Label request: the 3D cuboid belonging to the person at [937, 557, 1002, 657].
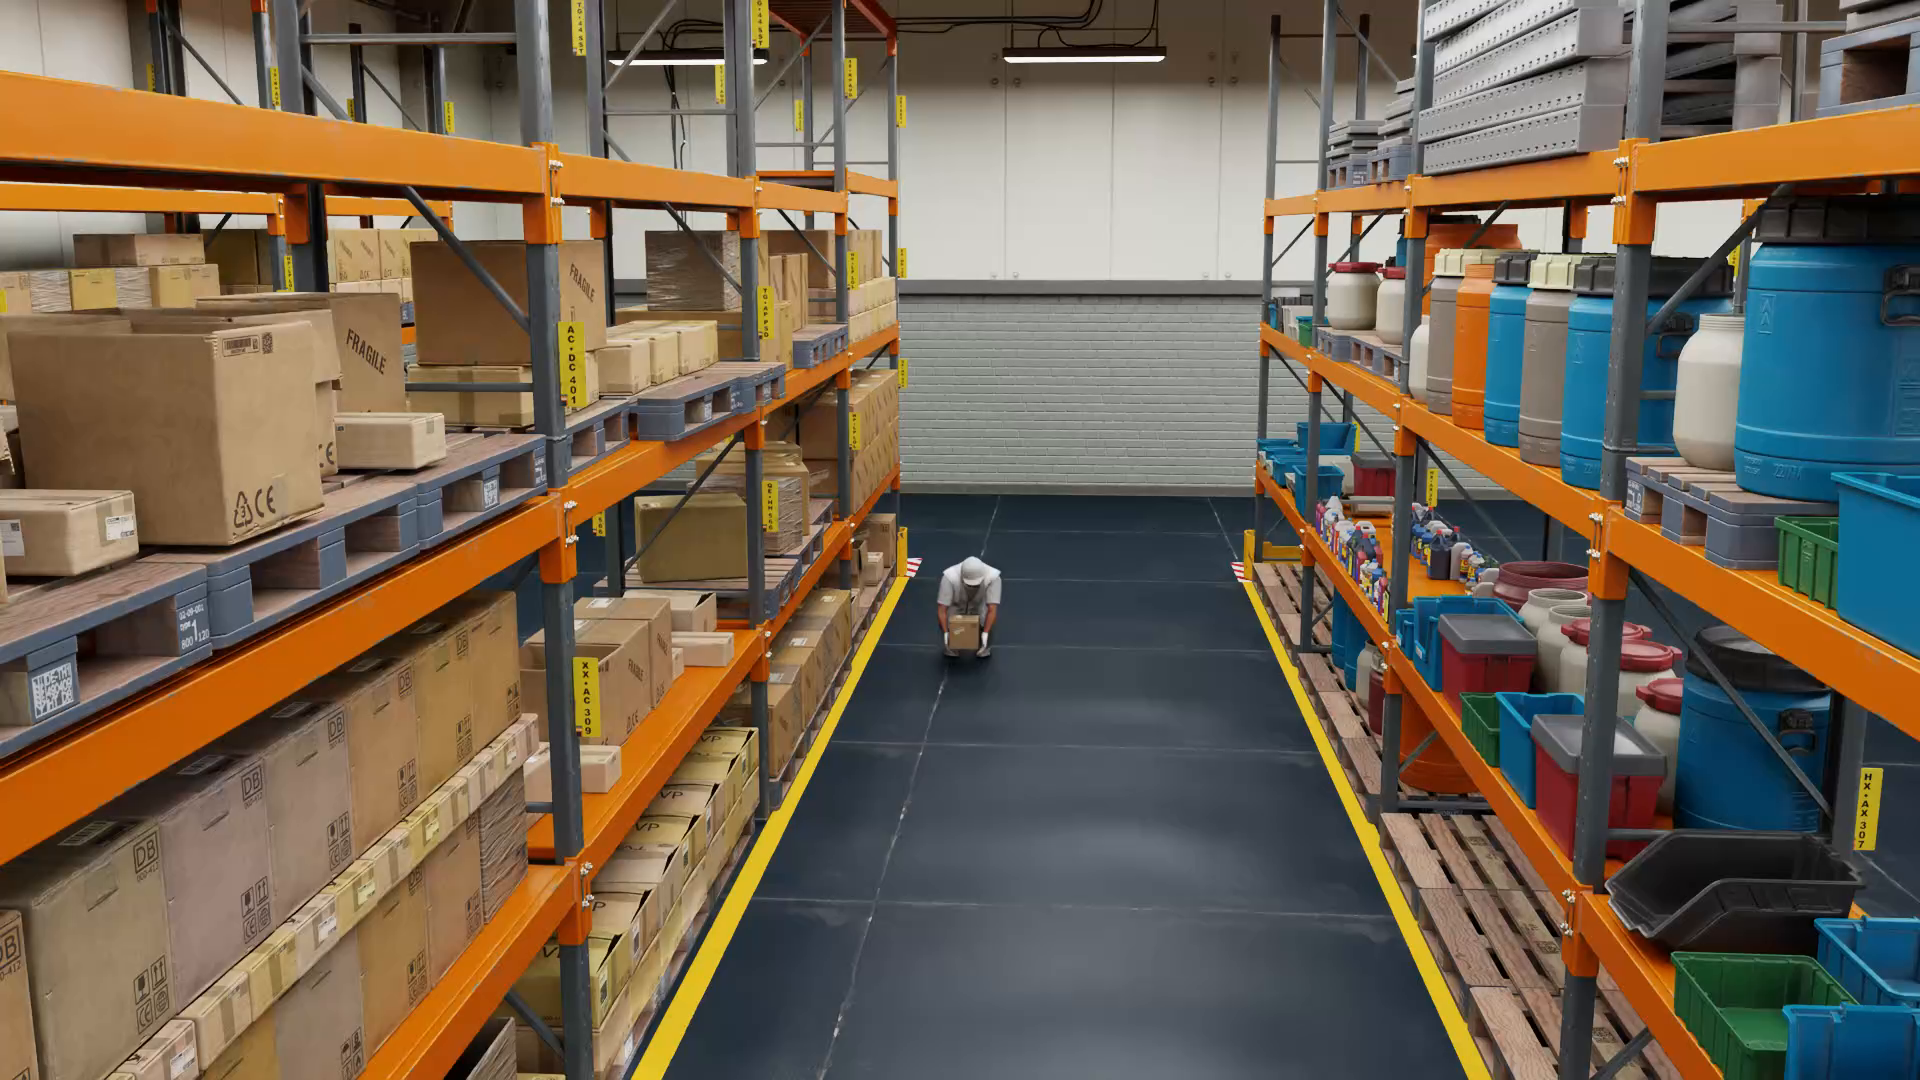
[{"bbox_3d":[0.087,0.584,14.925,0.576,0.991,0.903,1,11,4],"label":"person"}]
